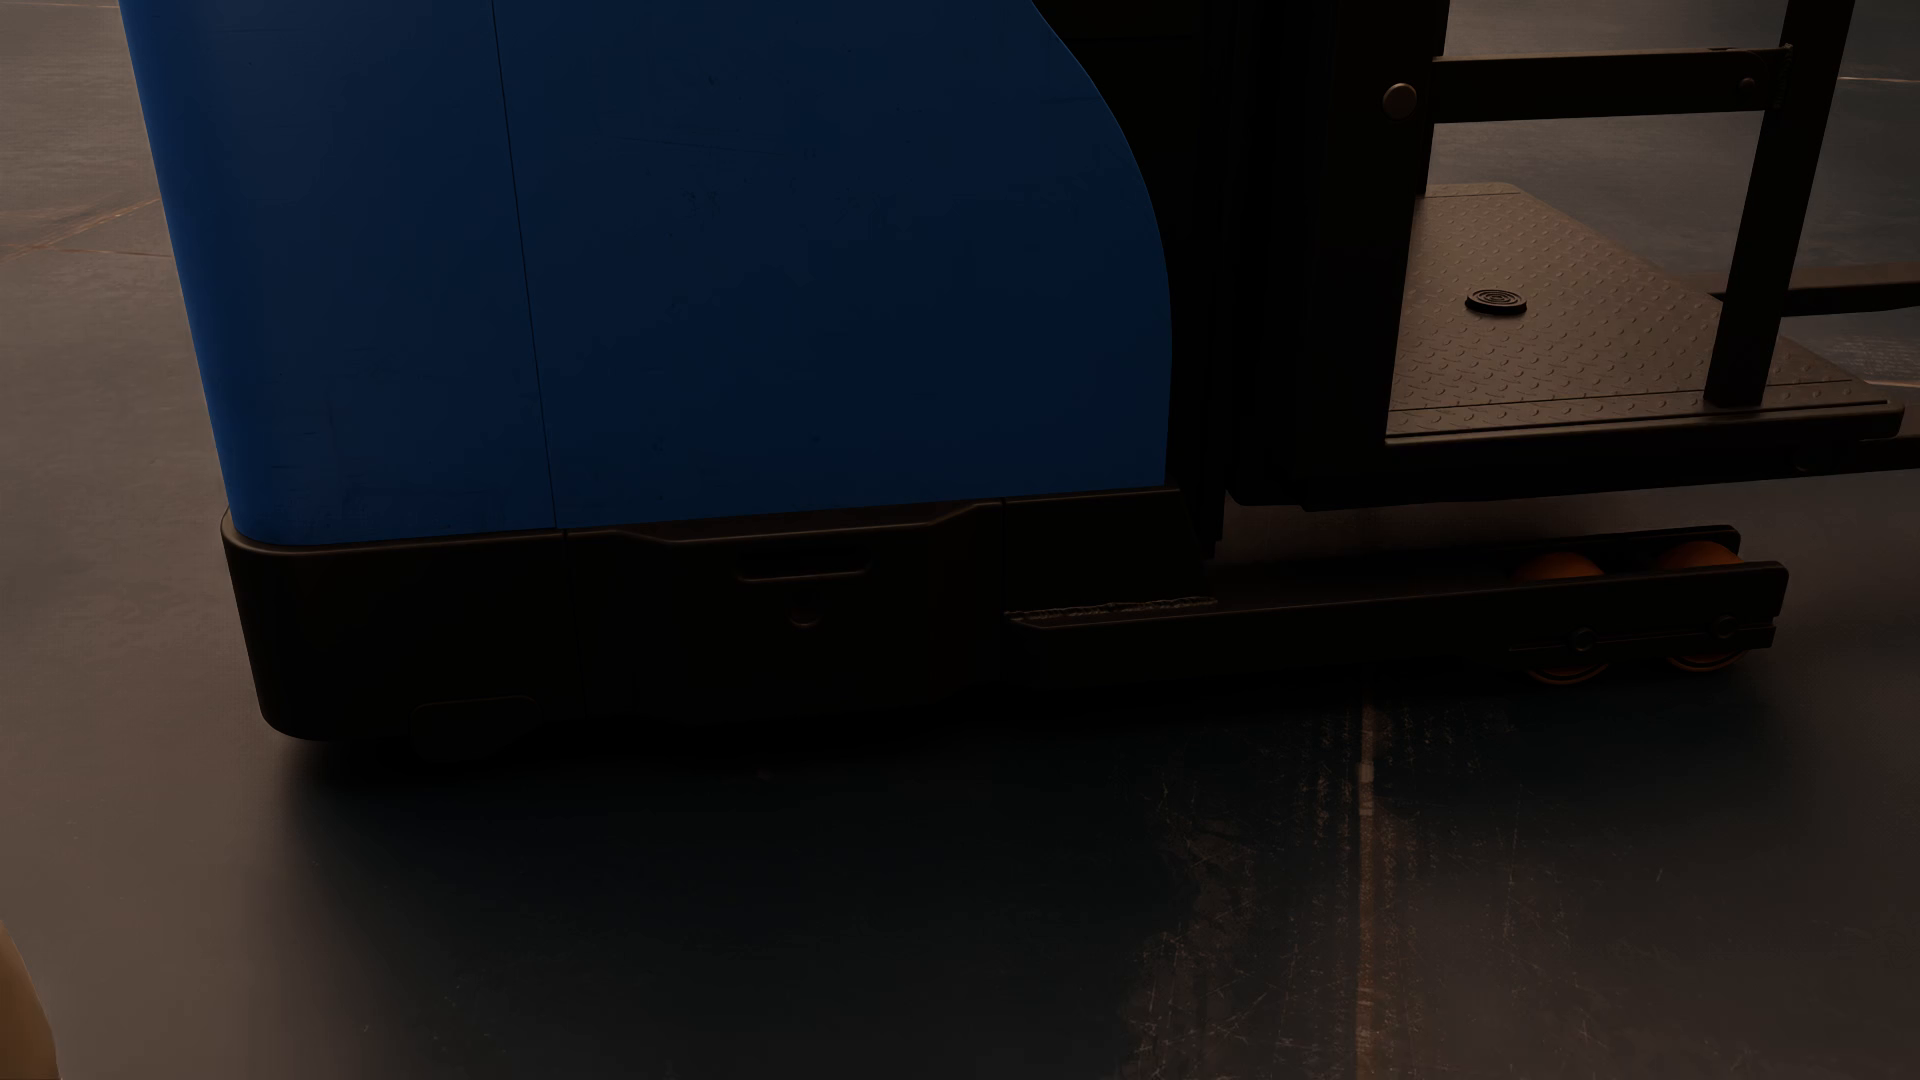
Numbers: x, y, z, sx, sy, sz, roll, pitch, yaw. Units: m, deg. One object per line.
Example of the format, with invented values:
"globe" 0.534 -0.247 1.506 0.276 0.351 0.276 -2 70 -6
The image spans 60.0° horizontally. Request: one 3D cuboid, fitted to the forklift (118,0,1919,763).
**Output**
"forklift" 0.600 -1.354 1.930 3.031 2.935 1.130 -4 27 -9
